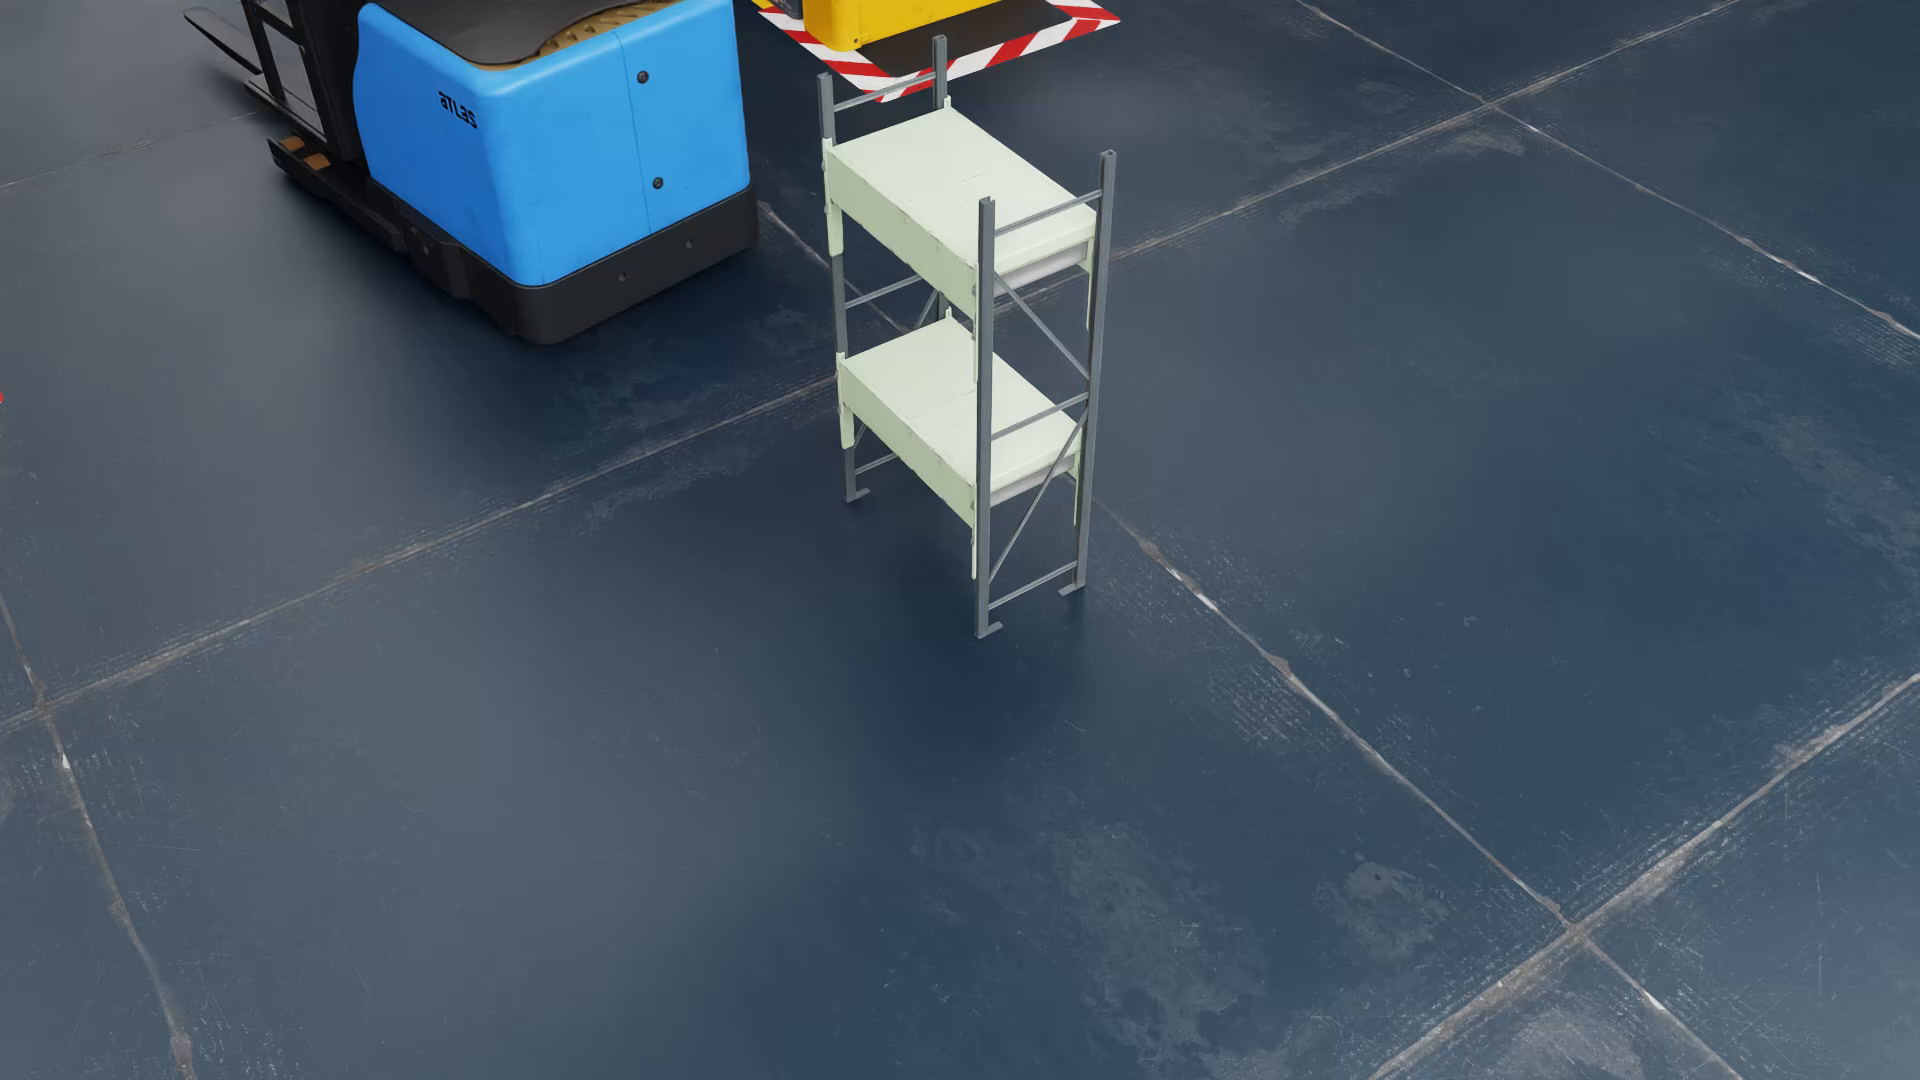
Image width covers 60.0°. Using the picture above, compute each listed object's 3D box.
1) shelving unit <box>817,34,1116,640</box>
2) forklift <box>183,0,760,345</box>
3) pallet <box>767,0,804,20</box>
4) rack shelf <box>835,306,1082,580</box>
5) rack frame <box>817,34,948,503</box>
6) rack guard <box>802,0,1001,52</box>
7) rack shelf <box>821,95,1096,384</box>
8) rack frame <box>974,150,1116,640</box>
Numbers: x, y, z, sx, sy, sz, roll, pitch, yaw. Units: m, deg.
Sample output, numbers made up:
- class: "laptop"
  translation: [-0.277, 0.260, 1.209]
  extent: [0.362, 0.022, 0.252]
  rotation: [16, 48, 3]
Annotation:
- class: "shelving unit"
  translation: [0.004, -0.539, 4.728]
  extent: [0.431, 1.500, 0.755]
  rotation: [-26, 49, -24]
- class: "forklift"
  translation: [-2.157, -2.666, 5.920]
  extent: [1.130, 2.935, 3.031]
  rotation: [-34, 53, -30]
- class: "pallet"
  translation: [-0.710, -3.047, 8.289]
  extent: [1.003, 0.211, 1.213]
  rotation: [-26, 49, -24]
- class: "rack shelf"
  translation: [0.004, -0.303, 4.953]
  extent: [0.431, 0.370, 0.720]
  rotation: [-26, 49, -24]
- class: "rack frame"
  translation: [-0.206, -0.746, 4.945]
  extent: [0.400, 1.500, 0.023]
  rotation: [-26, 49, -24]
- class: "rack guard"
  translation: [-0.174, -2.716, 7.733]
  extent: [1.175, 0.500, 0.348]
  rotation: [-26, 49, -24]
- class: "rack shelf"
  translation: [0.004, -0.821, 4.459]
  extent: [0.431, 0.370, 0.720]
  rotation: [-26, 49, -24]
- class: "rack frame"
  translation: [0.213, -0.331, 4.511]
  extent: [0.400, 1.500, 0.023]
  rotation: [-26, 49, -24]
